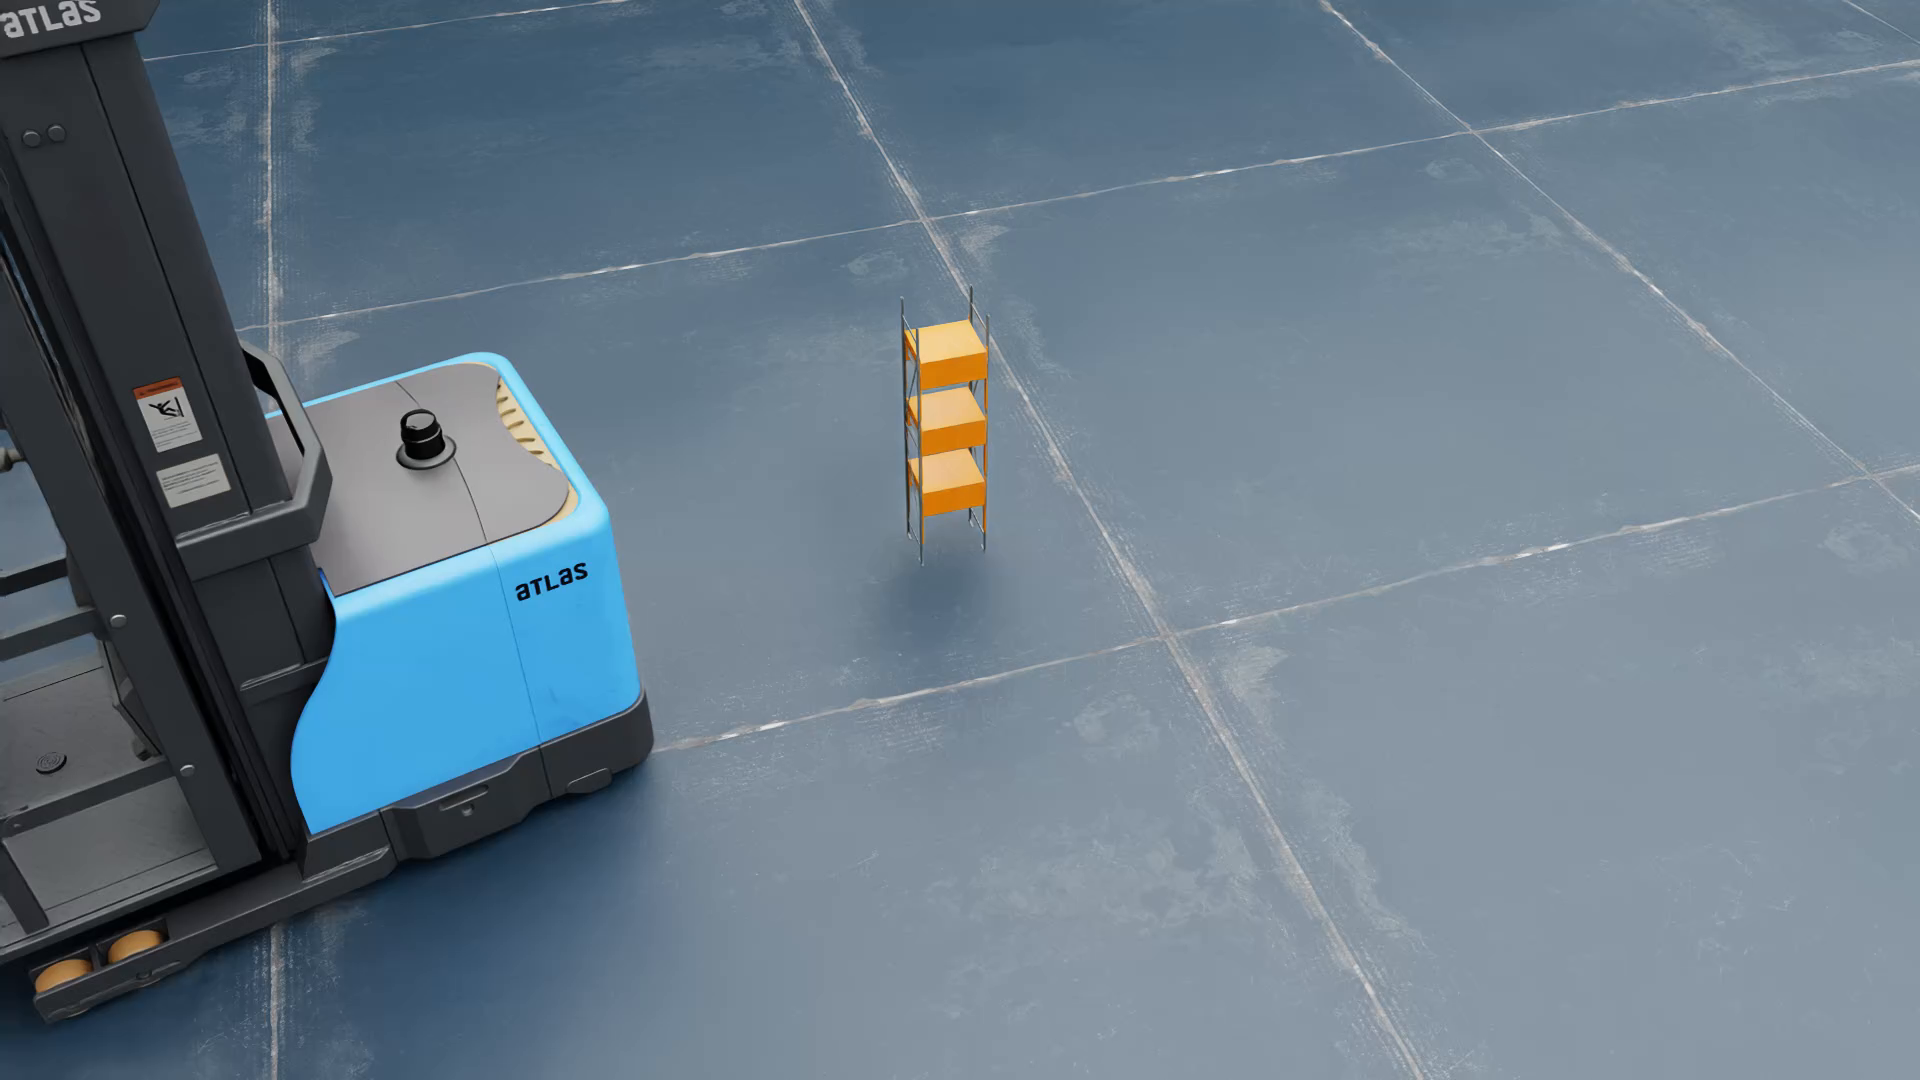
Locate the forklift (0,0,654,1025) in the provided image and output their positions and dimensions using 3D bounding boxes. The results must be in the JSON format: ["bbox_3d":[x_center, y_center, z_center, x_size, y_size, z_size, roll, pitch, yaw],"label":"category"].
[{"bbox_3d":[-2.523,-0.156,4.200,3.031,2.935,1.130,-21,45,-22],"label":"forklift"}]

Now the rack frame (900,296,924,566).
[{"bbox_3d":[-0.167,-0.361,5.865,0.008,1.050,0.200,-12,42,-13],"label":"rack frame"}]

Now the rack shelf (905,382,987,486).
[{"bbox_3d":[-0.051,-0.377,5.899,0.240,0.259,0.215,-12,42,-13],"label":"rack shelf"}]

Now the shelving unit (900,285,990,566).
[{"bbox_3d":[-0.051,-0.385,5.892,0.252,1.050,0.215,-12,42,-13],"label":"shelving unit"}]

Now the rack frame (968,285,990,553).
[{"bbox_3d":[0.065,-0.409,5.920,0.008,1.050,0.200,-12,42,-13],"label":"rack frame"}]

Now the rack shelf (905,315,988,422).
[{"bbox_3d":[-0.051,-0.591,5.713,0.240,0.259,0.215,-12,42,-13],"label":"rack shelf"}]

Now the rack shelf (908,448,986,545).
[{"bbox_3d":[-0.051,-0.168,6.082,0.240,0.259,0.215,-12,42,-13],"label":"rack shelf"}]
